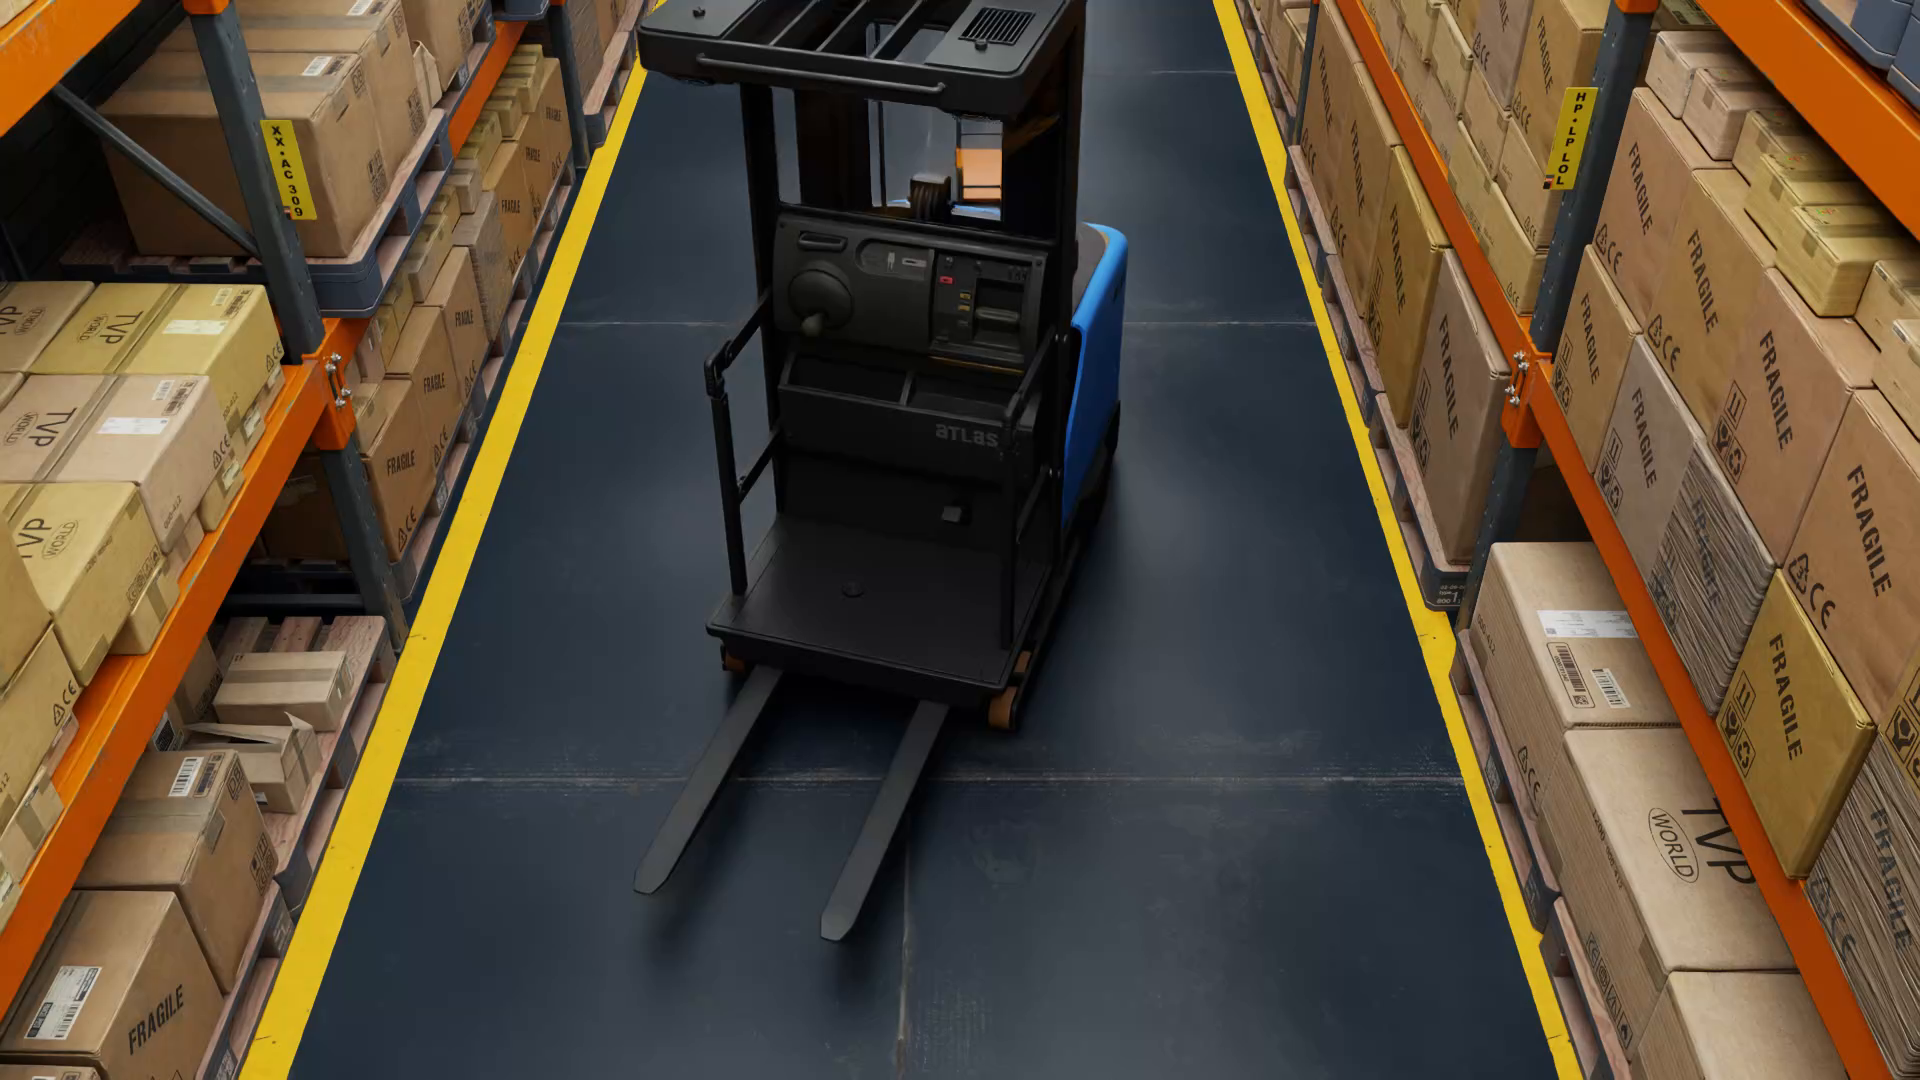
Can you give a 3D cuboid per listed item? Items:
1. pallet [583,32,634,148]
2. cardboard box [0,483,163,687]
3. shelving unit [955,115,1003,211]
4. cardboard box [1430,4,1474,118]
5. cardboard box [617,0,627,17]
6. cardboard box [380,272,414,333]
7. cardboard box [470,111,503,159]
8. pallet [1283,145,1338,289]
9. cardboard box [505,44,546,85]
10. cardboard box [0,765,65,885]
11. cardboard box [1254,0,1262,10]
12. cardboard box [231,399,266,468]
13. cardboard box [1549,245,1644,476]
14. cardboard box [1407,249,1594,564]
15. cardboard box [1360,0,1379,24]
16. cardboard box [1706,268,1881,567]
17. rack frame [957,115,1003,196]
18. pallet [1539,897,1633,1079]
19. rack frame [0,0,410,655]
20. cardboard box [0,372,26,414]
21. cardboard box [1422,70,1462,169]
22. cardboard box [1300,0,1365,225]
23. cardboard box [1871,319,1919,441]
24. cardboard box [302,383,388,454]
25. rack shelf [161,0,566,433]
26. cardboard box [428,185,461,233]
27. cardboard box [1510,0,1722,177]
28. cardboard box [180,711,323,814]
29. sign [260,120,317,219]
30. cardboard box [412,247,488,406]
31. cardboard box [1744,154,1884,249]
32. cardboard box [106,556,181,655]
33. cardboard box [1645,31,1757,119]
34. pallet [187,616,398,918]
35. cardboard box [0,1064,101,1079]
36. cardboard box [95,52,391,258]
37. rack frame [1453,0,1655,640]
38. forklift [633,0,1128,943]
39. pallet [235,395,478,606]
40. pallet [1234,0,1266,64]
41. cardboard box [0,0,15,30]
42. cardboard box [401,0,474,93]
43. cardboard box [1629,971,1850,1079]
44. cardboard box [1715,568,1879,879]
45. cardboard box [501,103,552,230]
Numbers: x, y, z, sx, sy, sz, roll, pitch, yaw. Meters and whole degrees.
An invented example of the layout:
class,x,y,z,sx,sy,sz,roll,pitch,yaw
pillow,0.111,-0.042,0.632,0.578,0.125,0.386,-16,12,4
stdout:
class,x,y,z,sx,sy,sz,roll,pitch,yaw
pallet,-2.555,-2.709,9.962,1.003,0.211,1.213,0,39,0
cardboard box,-2.341,0.105,4.102,0.500,0.250,0.500,0,39,0
shelving unit,0.110,-1.189,7.275,0.258,1.200,0.503,-1,39,-1
cardboard box,2.117,-1.835,6.362,0.500,0.250,0.500,1,39,1
cardboard box,-2.590,-3.739,10.580,0.875,0.625,0.625,-2,39,-2
cardboard box,-2.426,-0.952,6.684,0.380,0.149,0.250,-1,39,-1
cardboard box,-2.397,-1.915,7.885,0.380,0.149,0.250,1,39,1
pallet,2.296,-1.707,8.711,1.003,0.211,1.213,0,39,0
cardboard box,-2.339,-2.415,8.509,0.380,0.149,0.250,-2,39,-2
cardboard box,-2.283,0.643,3.750,0.380,0.149,0.250,1,39,1
cardboard box,2.376,-3.716,10.753,0.950,0.372,0.625,1,39,1
cardboard box,-2.314,-0.321,4.953,0.380,0.149,0.250,1,39,1
cardboard box,2.114,-0.532,4.935,0.500,0.500,0.500,1,39,1
cardboard box,2.294,-0.509,6.350,0.875,0.875,0.875,1,39,1
cardboard box,2.138,-2.602,7.719,0.500,0.250,0.500,-1,39,-1
cardboard box,2.117,-0.282,3.823,0.500,0.500,0.500,1,39,1
rack frame,0.107,-1.342,7.465,0.240,1.200,0.015,-1,39,-1
pallet,2.302,1.542,4.657,1.003,0.211,1.213,0,39,0
rack frame,-2.589,-0.781,5.326,1.000,3.000,0.127,0,39,0
cardboard box,-2.851,-0.215,4.502,0.500,0.250,0.500,0,39,0
cardboard box,2.141,-1.643,6.521,0.500,0.250,0.500,-1,39,-1
cardboard box,2.288,-2.191,8.449,0.875,0.875,0.875,0,39,0
cardboard box,2.099,-0.319,3.351,0.380,0.149,0.250,0,39,0
cardboard box,-2.323,-0.447,6.053,0.380,0.149,0.250,2,39,2
rack shelf,-2.591,-1.751,7.111,1.077,0.370,4.000,0,39,0
cardboard box,-2.417,-1.432,7.283,0.380,0.149,0.250,0,39,0
cardboard box,2.123,-1.495,5.338,0.500,0.500,0.500,1,39,1
cardboard box,-2.294,0.694,5.336,0.396,0.266,0.258,1,39,2
sign,-2.046,-1.124,5.062,0.100,0.325,0.005,0,39,0
cardboard box,-2.371,-0.917,7.159,0.500,0.500,0.500,-1,39,-1
cardboard box,2.114,-0.796,3.946,0.380,0.149,0.250,0,39,0
cardboard box,-2.288,0.165,4.346,0.380,0.149,0.250,-1,39,-1
cardboard box,2.116,-1.271,4.540,0.380,0.149,0.250,-1,39,-1
pallet,-2.589,0.737,5.662,1.003,0.211,1.213,0,39,0
cardboard box,-2.452,1.615,3.999,0.700,0.500,0.500,1,39,2
cardboard box,-2.366,-1.286,5.541,0.700,0.500,0.500,1,39,1
rack frame,2.375,-0.787,5.333,1.000,3.000,0.127,0,39,0
forklift,-0.237,-0.748,5.340,1.130,2.935,3.031,11,40,13
pallet,-2.627,-0.201,6.833,1.003,0.211,1.213,0,39,0
pallet,2.372,-3.450,10.886,1.003,0.211,1.213,0,39,0
cardboard box,-2.308,-1.154,3.594,0.380,0.149,0.250,0,39,0
cardboard box,-2.367,-2.101,6.557,0.700,0.500,0.500,0,39,0
cardboard box,2.269,1.566,4.111,0.875,0.438,0.875,1,39,1
cardboard box,2.105,0.416,3.753,0.500,0.500,0.500,1,39,1
cardboard box,-2.388,-1.893,8.377,0.500,0.500,0.500,-1,39,-1
